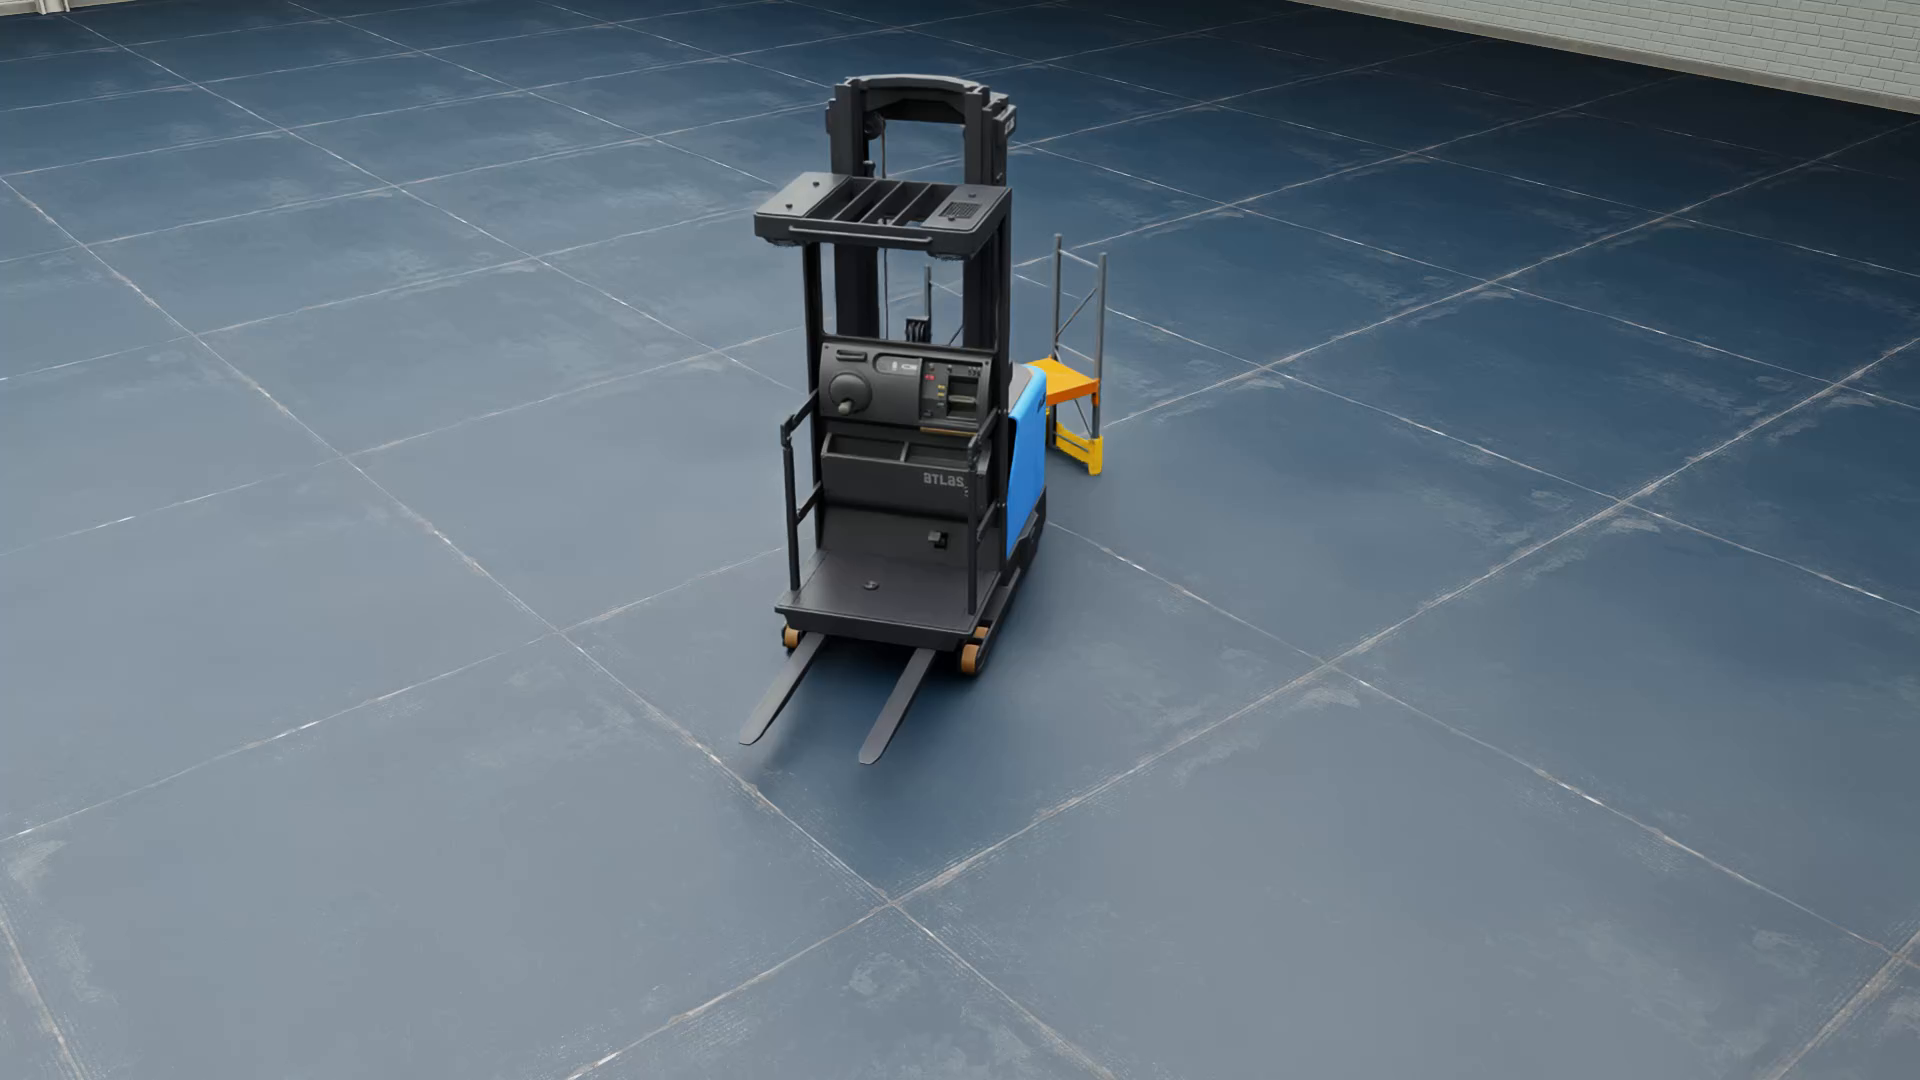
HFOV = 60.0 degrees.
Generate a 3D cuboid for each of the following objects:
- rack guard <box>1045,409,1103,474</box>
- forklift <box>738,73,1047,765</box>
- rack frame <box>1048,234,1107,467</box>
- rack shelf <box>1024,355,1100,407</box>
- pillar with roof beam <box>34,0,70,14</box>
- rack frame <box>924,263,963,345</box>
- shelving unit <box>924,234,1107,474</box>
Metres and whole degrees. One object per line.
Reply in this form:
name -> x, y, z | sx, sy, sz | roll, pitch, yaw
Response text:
rack guard -> 0.750, -0.669, 11.237 | 0.087, 0.250, 0.587 | -18, 33, -31
forklift -> -0.345, -0.773, 8.586 | 1.130, 2.935, 3.031 | 7, 29, 13
rack frame -> 0.766, -1.226, 10.953 | 0.032, 1.500, 0.500 | -18, 33, -31
rack shelf -> 0.350, -0.929, 10.779 | 1.000, 0.185, 0.538 | -18, 33, -31
pillar with roof beam -> -11.003, -10.473, 20.300 | 0.400, 9.000, 9.100 | -22, 35, -35
rack frame -> -0.065, -0.950, 10.436 | 0.032, 1.500, 0.500 | -18, 33, -31
shelving unit -> 0.343, -1.085, 10.690 | 1.083, 1.500, 0.587 | -18, 33, -31
